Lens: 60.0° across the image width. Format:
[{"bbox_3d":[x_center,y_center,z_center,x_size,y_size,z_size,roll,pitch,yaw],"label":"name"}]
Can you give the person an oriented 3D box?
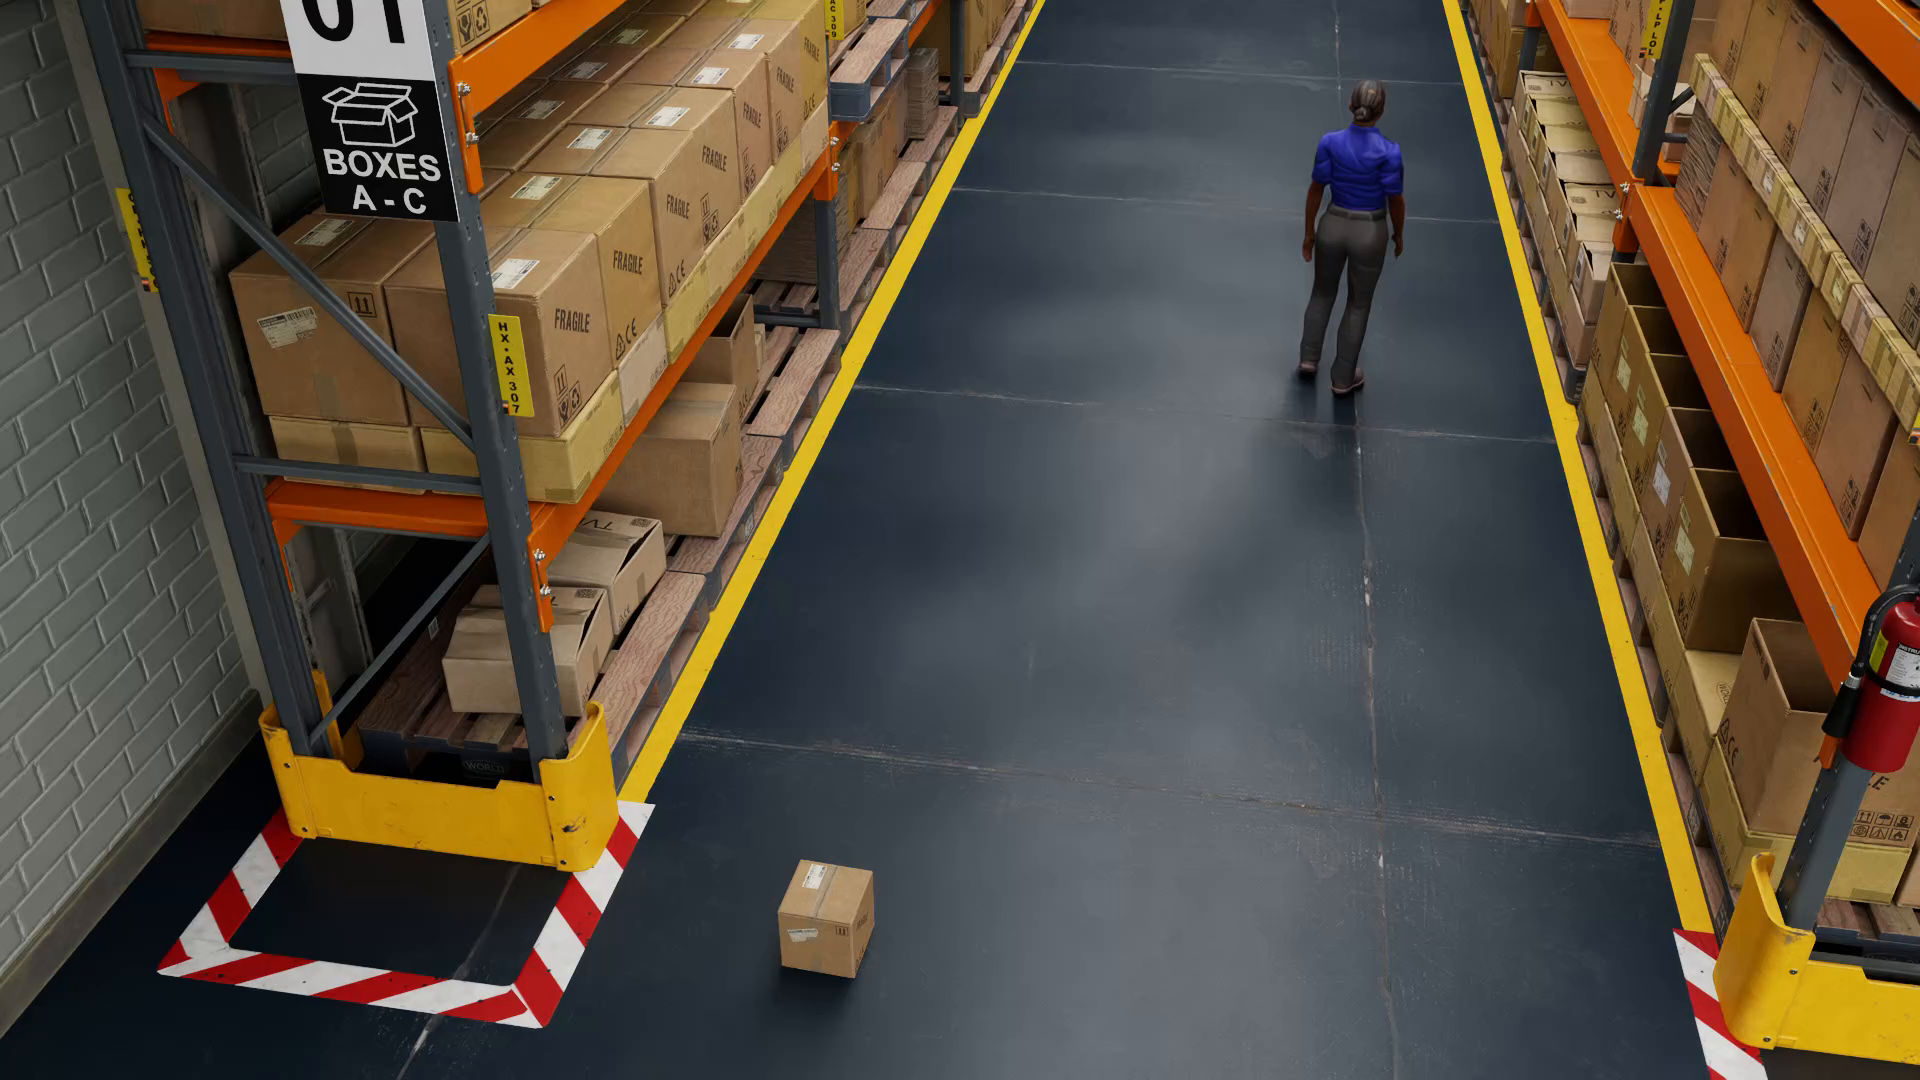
[{"bbox_3d":[2.025,-1.531,8.575,0.496,1.744,0.419,18,37,26],"label":"person"}]
